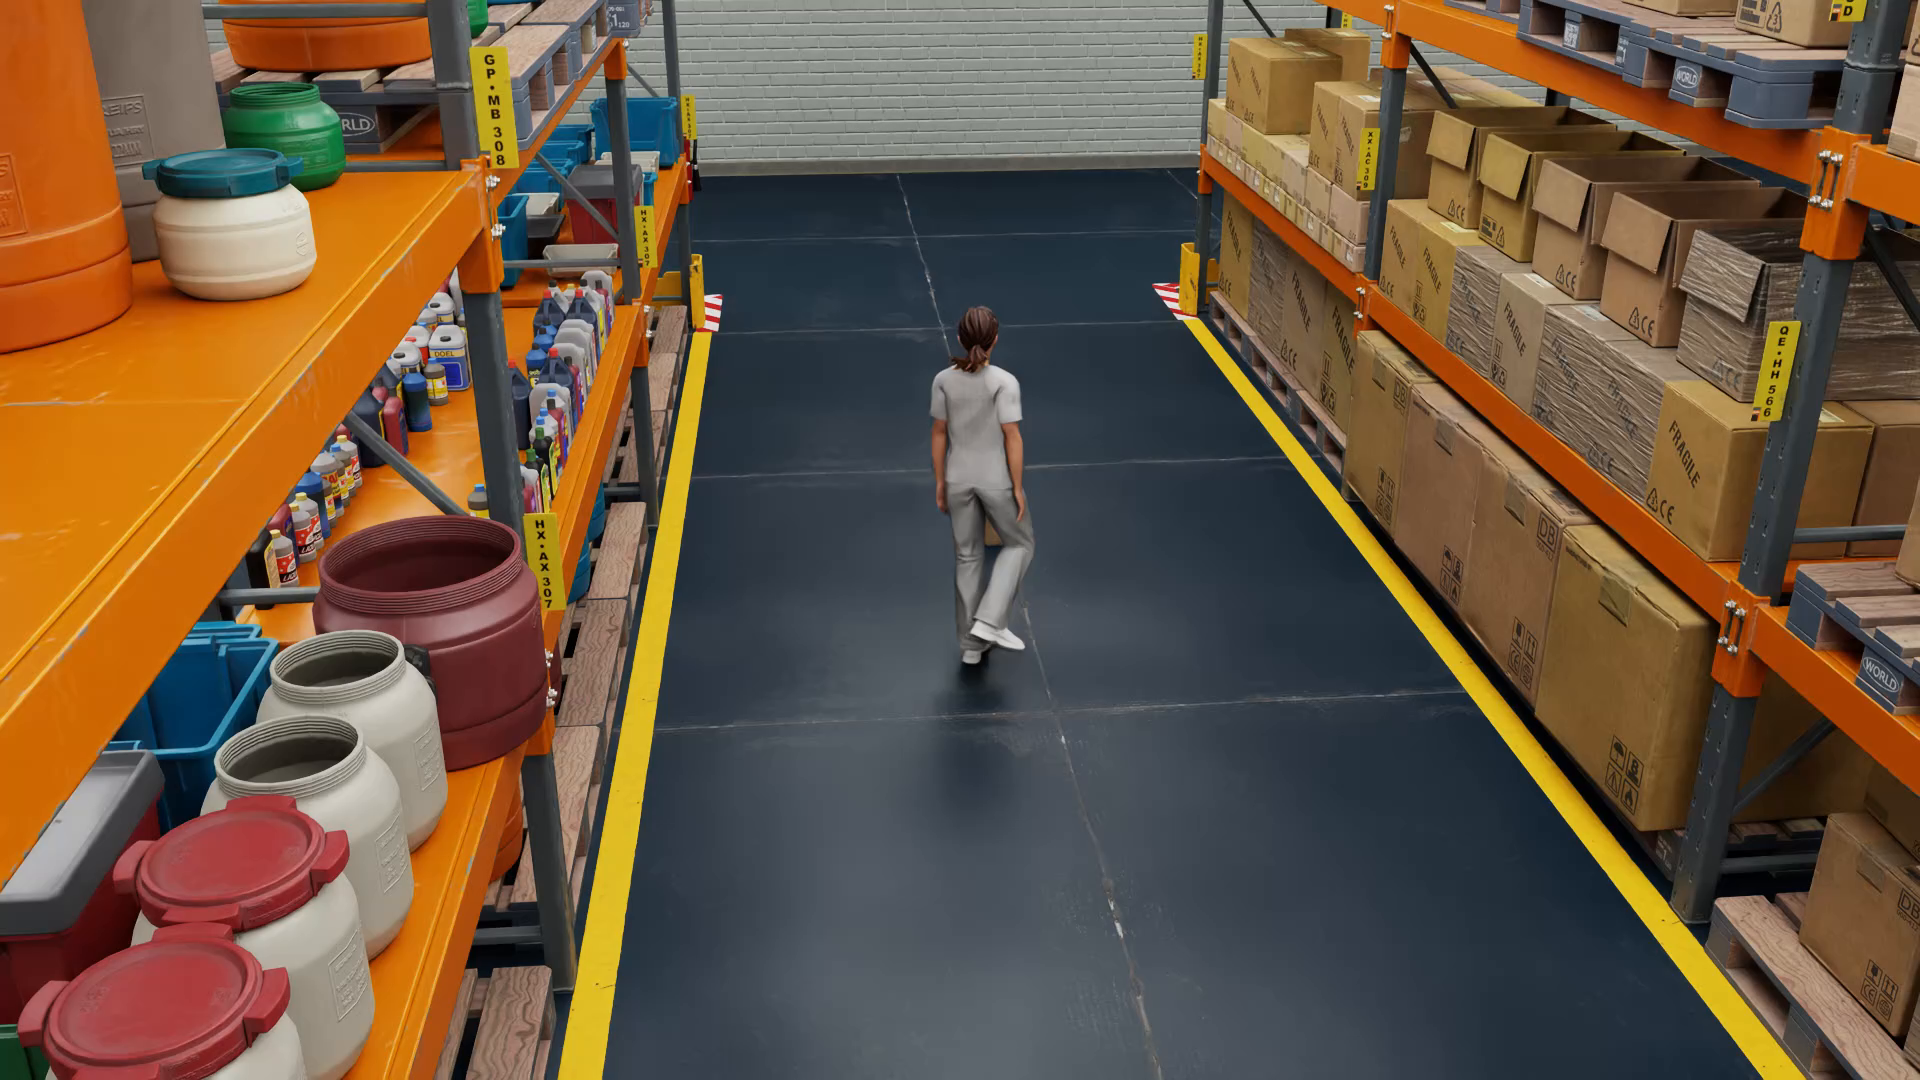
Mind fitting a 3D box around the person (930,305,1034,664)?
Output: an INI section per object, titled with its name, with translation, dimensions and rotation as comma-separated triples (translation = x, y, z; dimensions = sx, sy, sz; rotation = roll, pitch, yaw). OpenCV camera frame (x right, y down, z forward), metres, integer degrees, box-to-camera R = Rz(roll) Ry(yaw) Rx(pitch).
[person]
translation = 0.083, -0.222, 7.587
dimensions = 0.502, 1.663, 0.485
rotation = 8, 25, 18
